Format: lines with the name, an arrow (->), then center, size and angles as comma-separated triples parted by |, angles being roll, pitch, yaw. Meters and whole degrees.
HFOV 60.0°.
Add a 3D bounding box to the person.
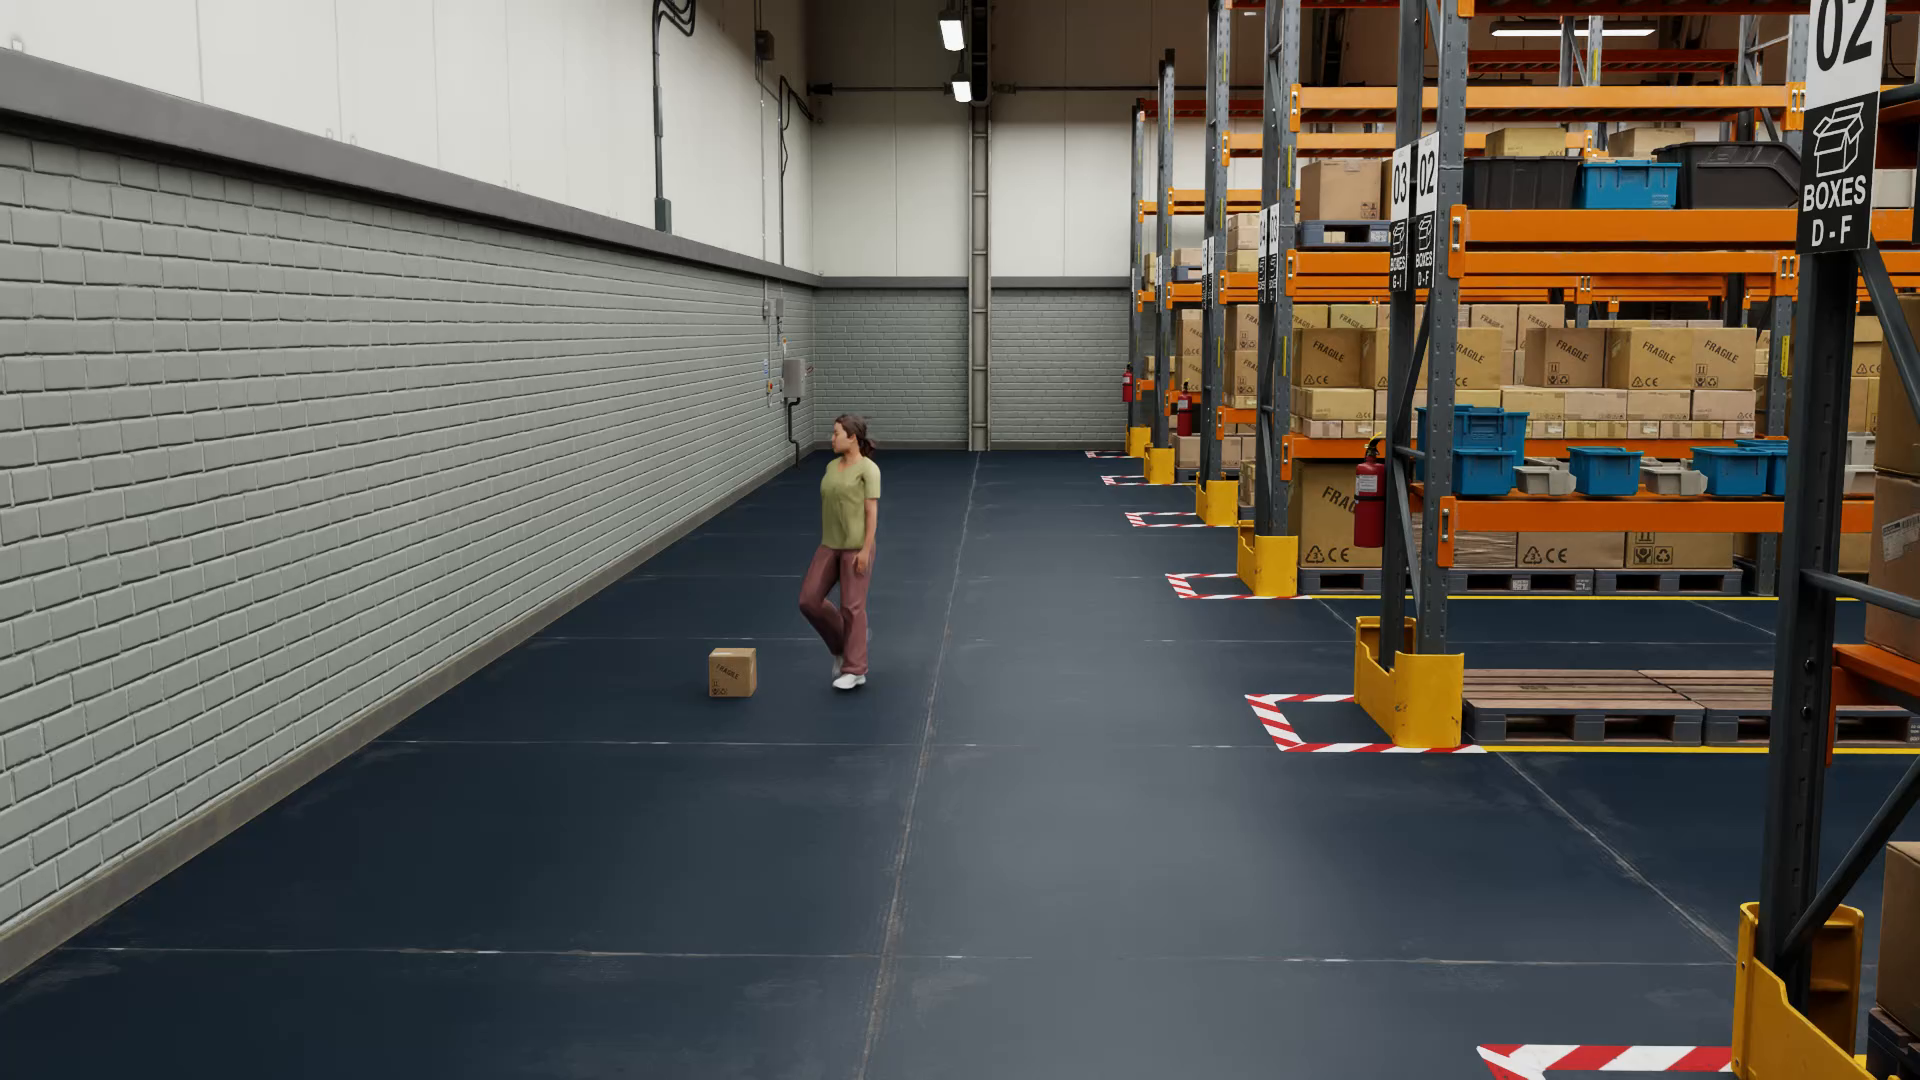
person -> -0.700, 0.066, 10.126 | 0.458, 1.663, 0.462 | 5, 9, 34
